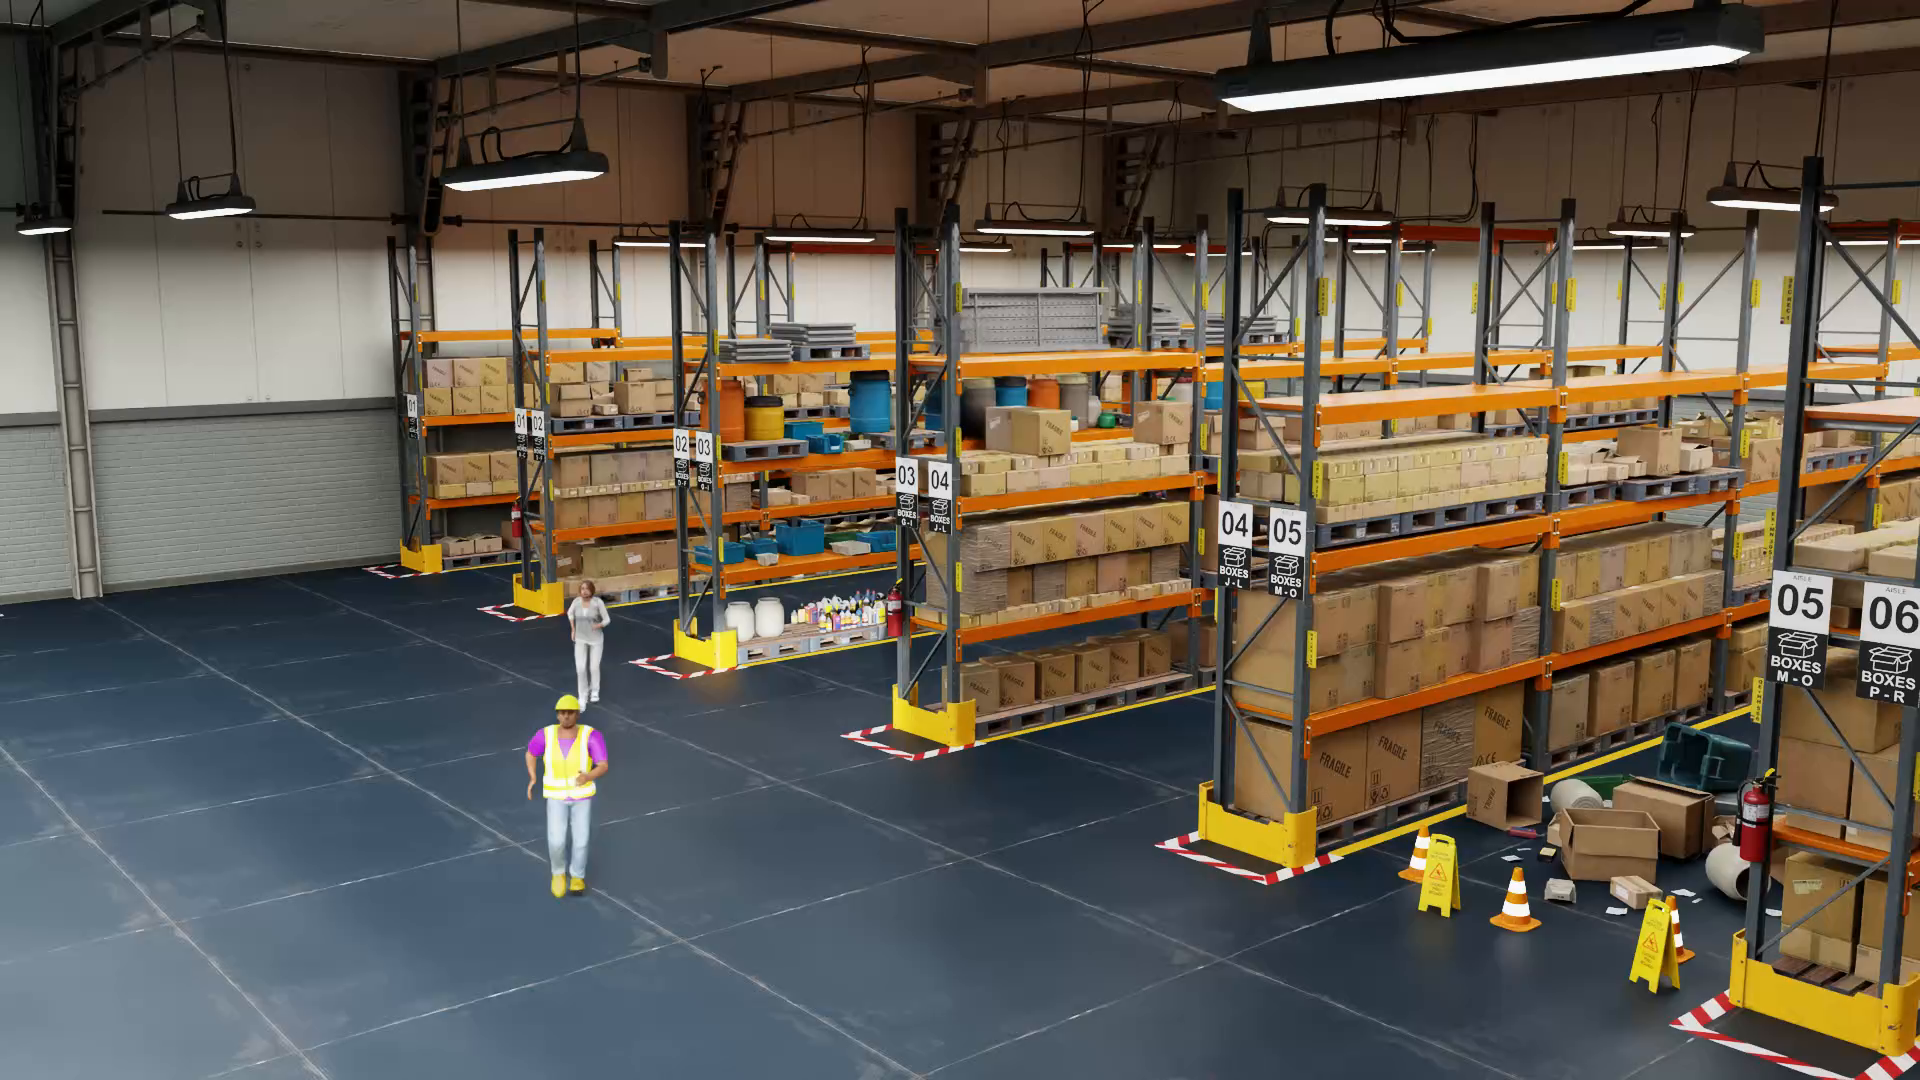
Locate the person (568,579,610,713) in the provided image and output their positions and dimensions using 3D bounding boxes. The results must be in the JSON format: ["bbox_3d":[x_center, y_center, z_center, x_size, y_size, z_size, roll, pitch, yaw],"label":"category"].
[{"bbox_3d":[-4.526,1.281,20.309,0.525,1.608,0.712,-1,9,-8],"label":"person"}]

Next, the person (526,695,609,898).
[{"bbox_3d":[-3.293,2.161,13.980,0.687,1.734,0.666,-2,9,-12],"label":"person"}]
